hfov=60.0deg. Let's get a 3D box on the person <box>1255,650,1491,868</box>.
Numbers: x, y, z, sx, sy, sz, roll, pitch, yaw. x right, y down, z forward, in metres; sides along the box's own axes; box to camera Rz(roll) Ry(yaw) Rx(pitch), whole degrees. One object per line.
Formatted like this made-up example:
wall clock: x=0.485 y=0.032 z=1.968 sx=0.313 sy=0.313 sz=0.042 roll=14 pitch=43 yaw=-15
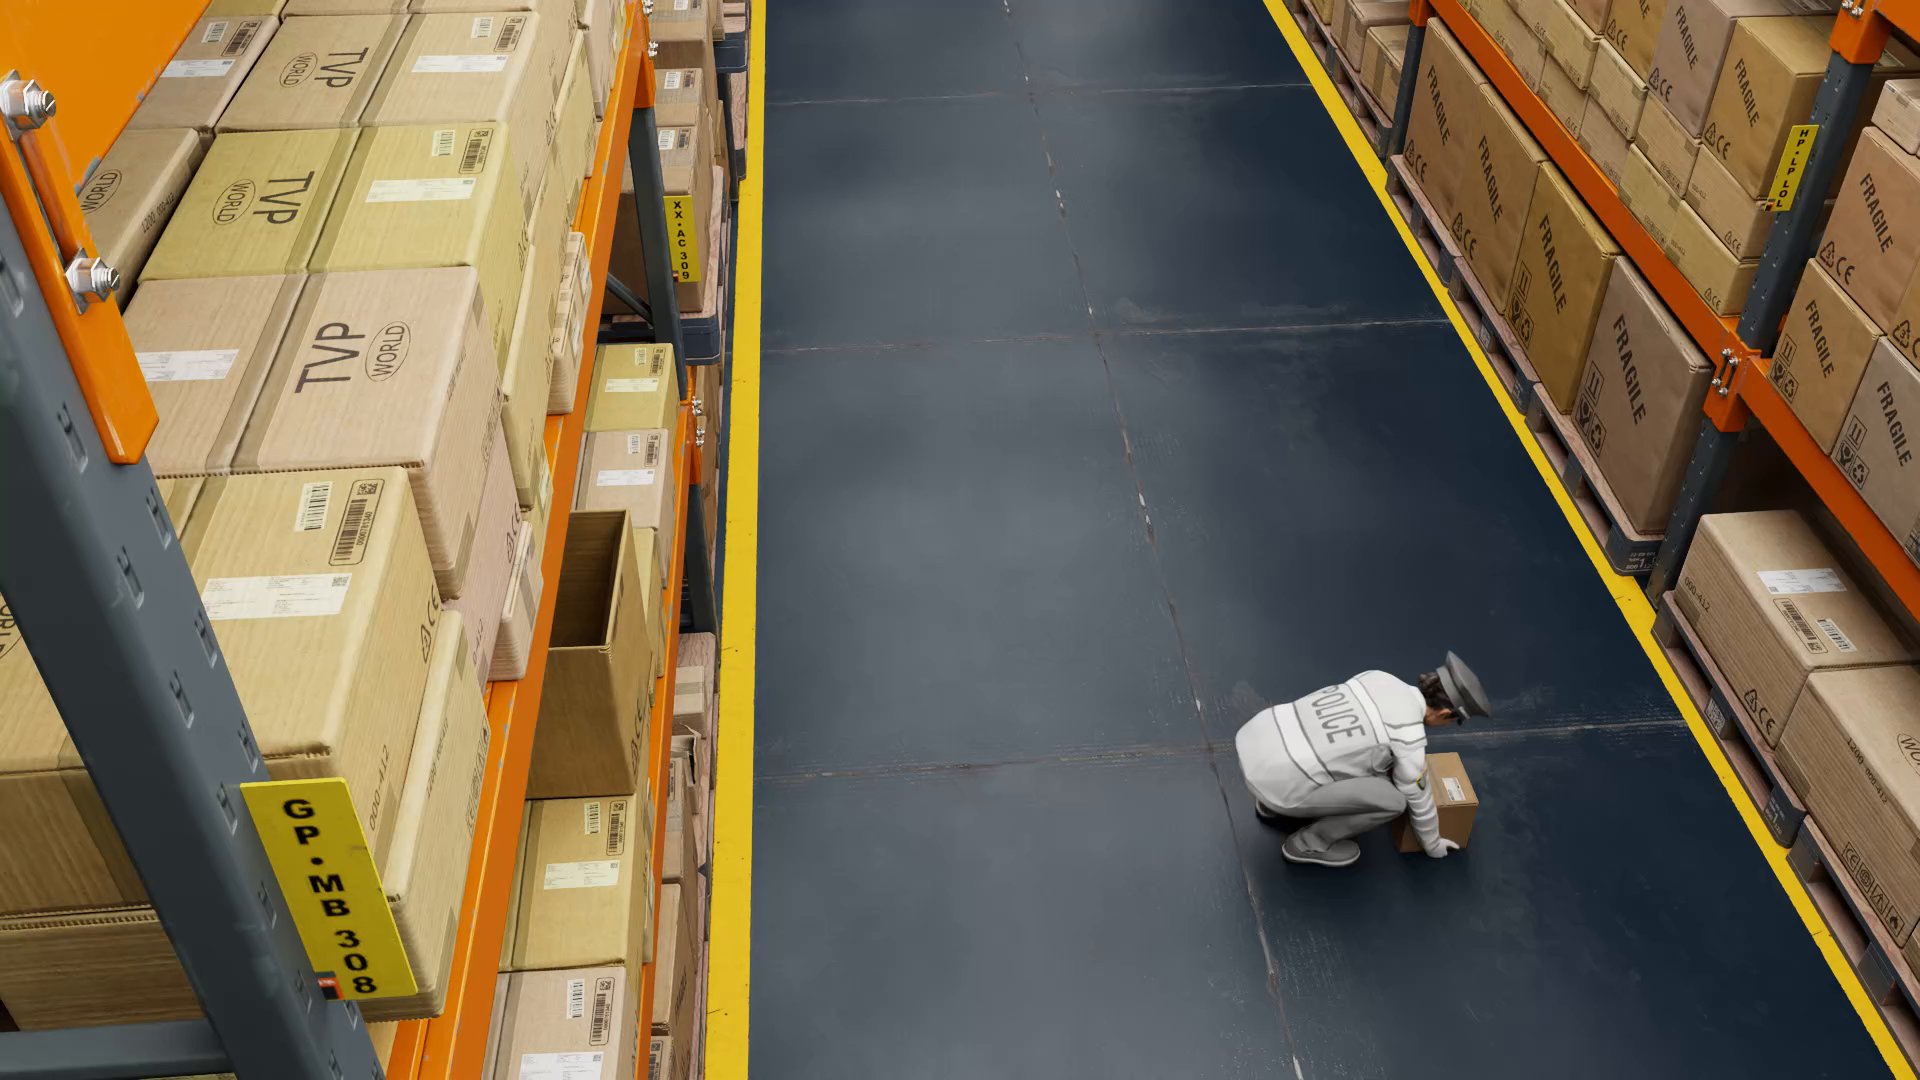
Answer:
person: x=1.481 y=0.763 z=5.929 sx=0.772 sy=0.784 sz=0.409 roll=-4 pitch=39 yaw=-5
